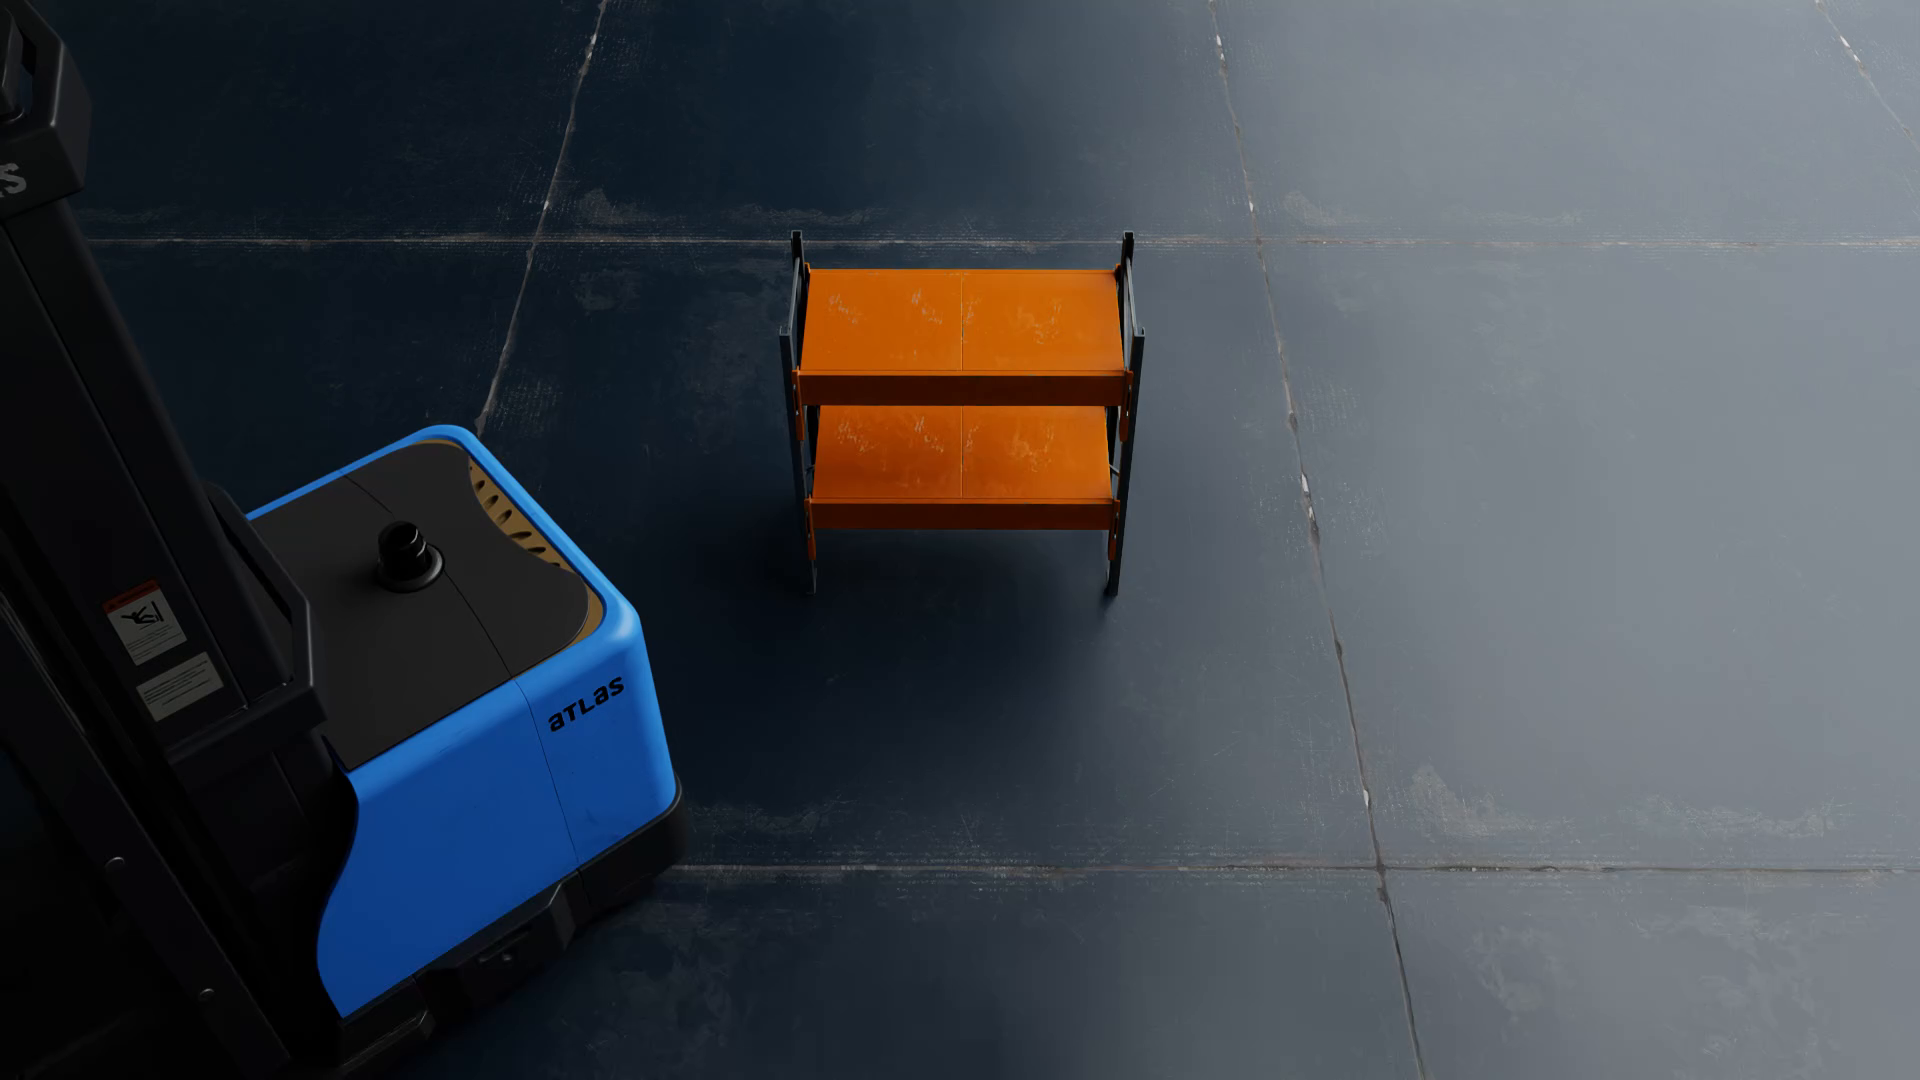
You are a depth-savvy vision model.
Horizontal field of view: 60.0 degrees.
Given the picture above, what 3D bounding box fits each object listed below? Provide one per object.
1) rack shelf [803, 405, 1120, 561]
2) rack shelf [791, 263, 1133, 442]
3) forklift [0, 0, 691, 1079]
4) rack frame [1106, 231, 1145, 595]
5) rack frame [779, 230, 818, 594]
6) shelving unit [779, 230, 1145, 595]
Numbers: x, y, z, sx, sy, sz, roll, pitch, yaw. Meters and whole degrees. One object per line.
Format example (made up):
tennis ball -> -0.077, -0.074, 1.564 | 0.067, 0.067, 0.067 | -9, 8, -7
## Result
rack shelf -> 0.007, -0.217, 5.517 | 1.000, 0.278, 0.538 | 0, 47, 0
rack shelf -> 0.007, -0.583, 5.124 | 1.000, 0.278, 0.538 | 0, 47, 0
forklift -> -2.236, 0.350, 3.422 | 3.031, 2.935, 1.130 | -32, 55, -26
rack frame -> 0.515, -0.382, 5.337 | 0.032, 1.125, 0.500 | 0, 47, 0
rack frame -> -0.502, -0.385, 5.340 | 0.032, 1.125, 0.500 | 0, 47, 0
shelving unit -> 0.007, -0.383, 5.338 | 1.048, 1.125, 0.538 | 0, 47, 0
